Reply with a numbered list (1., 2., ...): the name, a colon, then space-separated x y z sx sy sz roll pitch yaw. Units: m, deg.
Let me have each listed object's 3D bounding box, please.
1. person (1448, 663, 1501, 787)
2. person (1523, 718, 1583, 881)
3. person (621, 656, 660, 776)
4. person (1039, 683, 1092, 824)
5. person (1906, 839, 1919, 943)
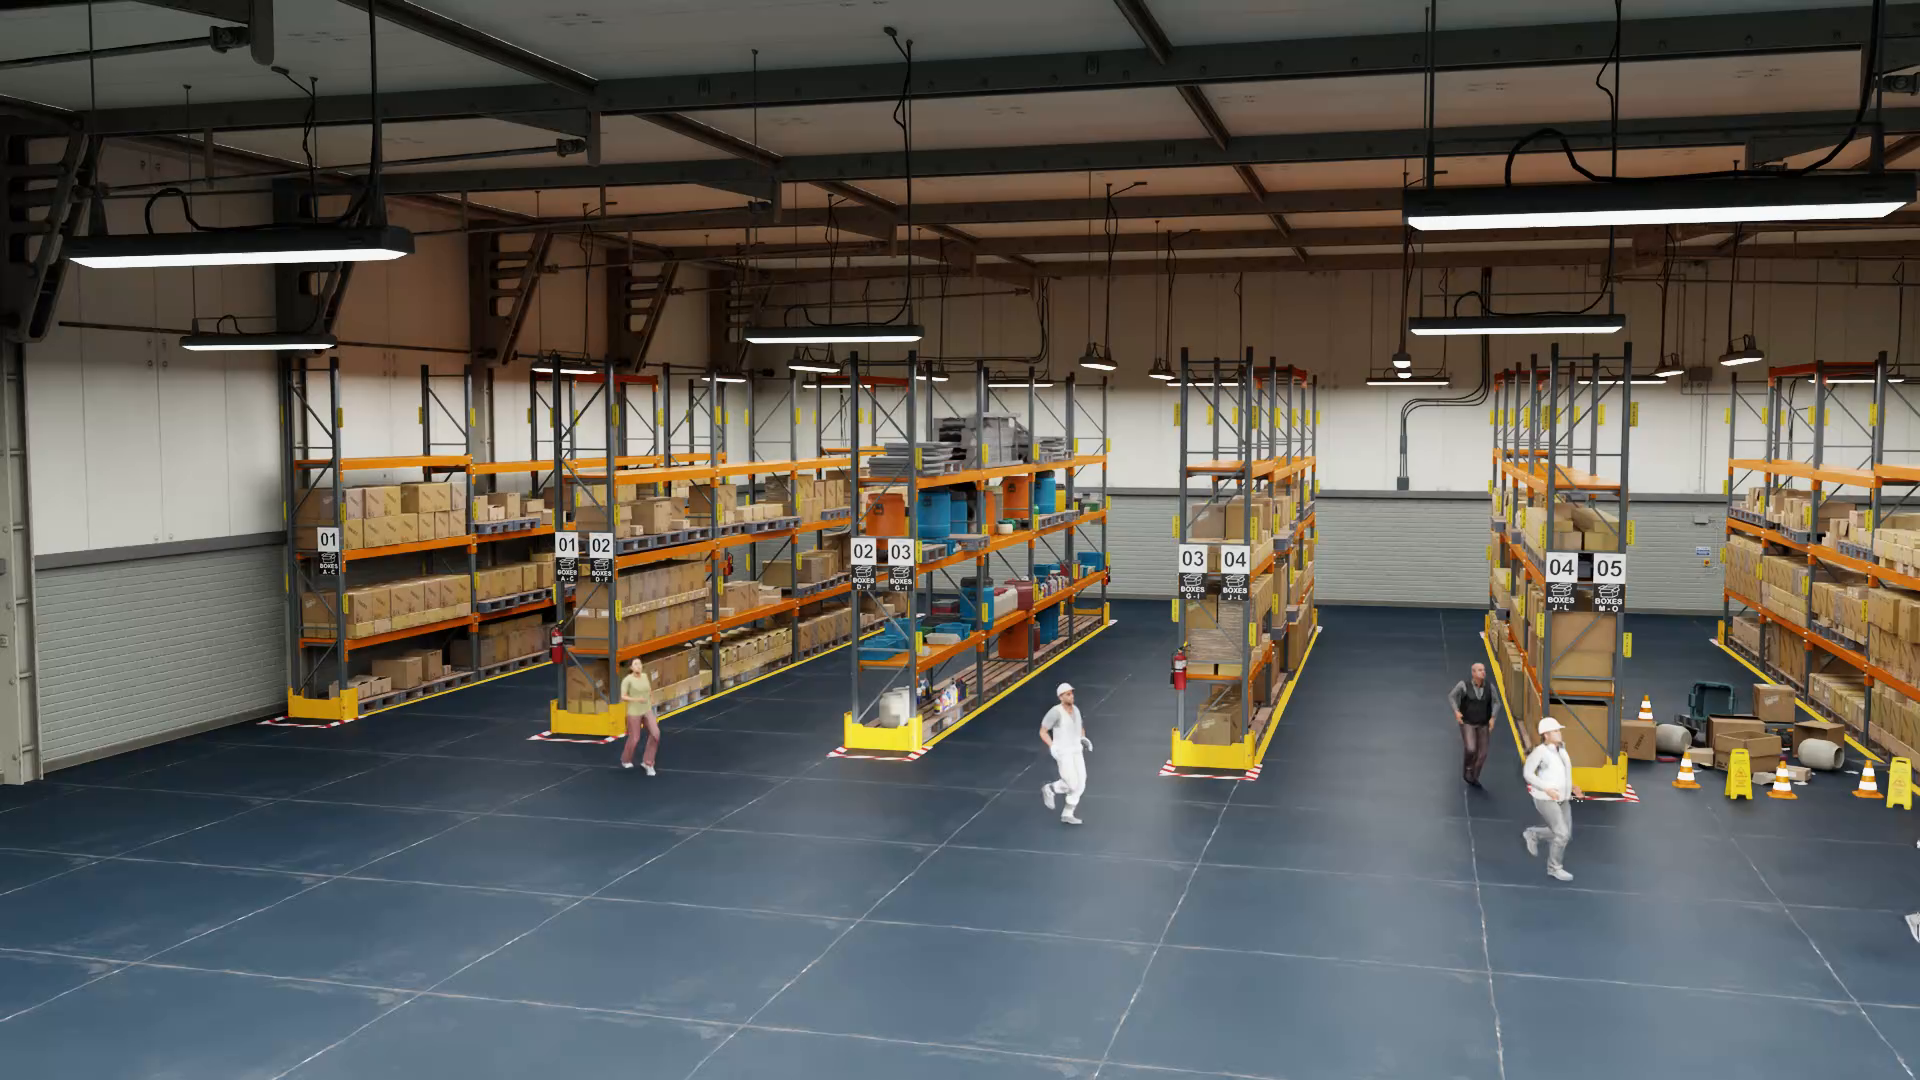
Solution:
1. person: 6.986 2.511 22.502 0.683 1.687 0.545 0 4 4
2. person: 6.433 2.812 18.216 0.660 1.740 0.670 -3 5 -38
3. person: -4.529 2.472 23.420 0.579 1.693 0.720 -4 5 -40
4. person: 1.311 2.630 20.595 0.672 1.732 0.592 -4 6 -41
5. person: 9.025 3.069 15.118 0.618 1.691 0.820 -3 5 -32
